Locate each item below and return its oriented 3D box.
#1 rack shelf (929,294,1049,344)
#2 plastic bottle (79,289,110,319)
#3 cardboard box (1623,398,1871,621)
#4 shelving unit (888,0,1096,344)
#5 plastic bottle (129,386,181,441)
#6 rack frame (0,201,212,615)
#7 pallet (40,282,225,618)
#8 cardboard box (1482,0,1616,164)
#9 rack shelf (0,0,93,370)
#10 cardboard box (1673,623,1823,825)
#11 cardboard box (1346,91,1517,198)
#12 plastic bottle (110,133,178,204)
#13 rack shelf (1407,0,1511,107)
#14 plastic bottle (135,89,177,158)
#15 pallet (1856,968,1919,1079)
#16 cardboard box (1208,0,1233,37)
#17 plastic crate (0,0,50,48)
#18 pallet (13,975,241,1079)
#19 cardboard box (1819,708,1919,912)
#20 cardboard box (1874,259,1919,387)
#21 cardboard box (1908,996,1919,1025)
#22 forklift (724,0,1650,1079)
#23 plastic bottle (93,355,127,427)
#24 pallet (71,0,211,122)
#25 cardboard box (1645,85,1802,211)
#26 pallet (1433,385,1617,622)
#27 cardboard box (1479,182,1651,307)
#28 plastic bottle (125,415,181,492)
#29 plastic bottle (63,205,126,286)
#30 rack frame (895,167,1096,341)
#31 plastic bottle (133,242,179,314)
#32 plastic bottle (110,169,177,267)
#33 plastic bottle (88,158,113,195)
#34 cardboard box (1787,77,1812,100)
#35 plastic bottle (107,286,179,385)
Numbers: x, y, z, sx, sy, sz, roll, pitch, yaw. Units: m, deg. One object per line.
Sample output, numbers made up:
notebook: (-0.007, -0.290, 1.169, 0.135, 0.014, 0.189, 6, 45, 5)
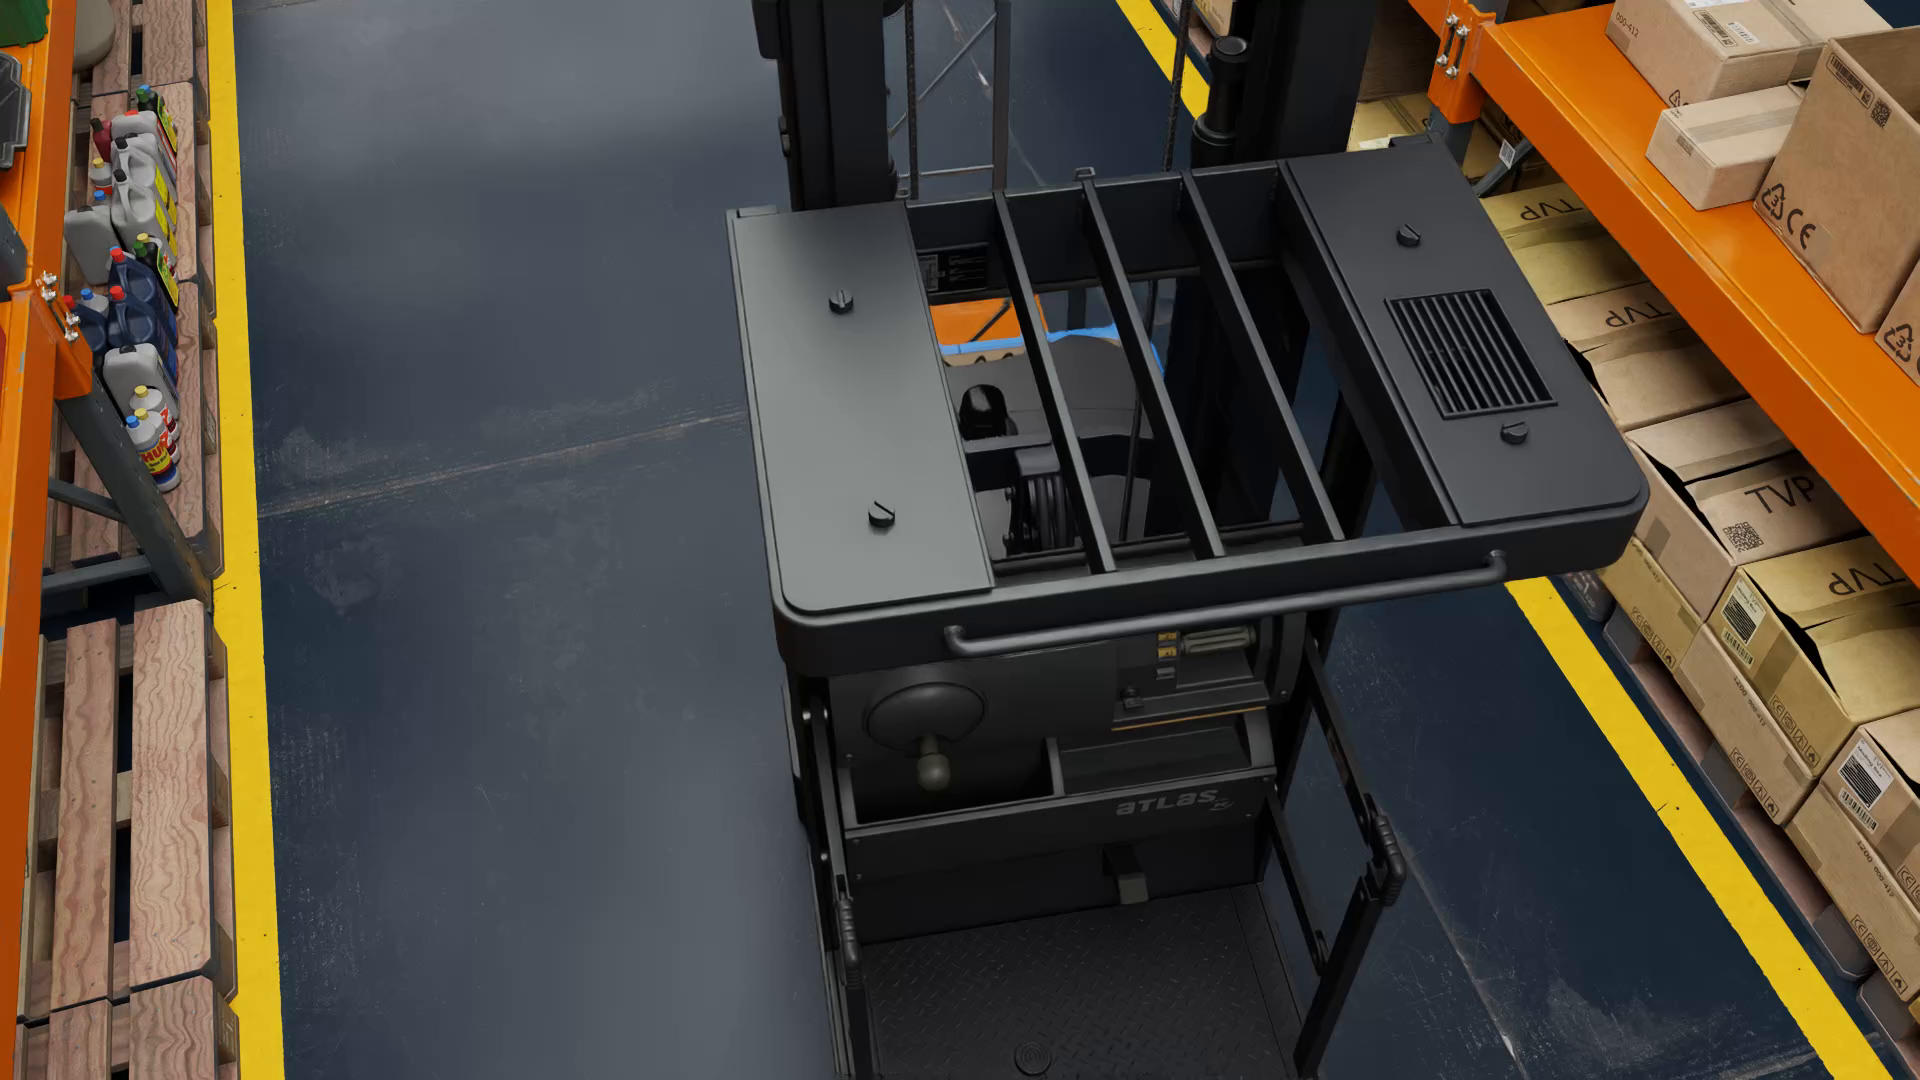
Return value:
rack shelf: (-0.010, -0.647, 5.050, 0.538, 0.185, 1.000, -8, 50, -7)
plastic bottle: (-2.772, -0.700, 5.375, 0.097, 0.271, 0.097, 0, 50, 0)
cardboard box: (2.143, -0.120, 4.546, 0.500, 0.311, 0.500, -15, 51, -12)
shelving unit: (-0.008, -0.756, 4.907, 0.587, 1.500, 1.083, -8, 50, -7)
plastic bottle: (-2.507, -0.396, 5.164, 0.097, 0.201, 0.097, 0, 50, 0)
rack frame: (-2.771, -0.675, 3.857, 1.000, 3.000, 0.127, -13, 51, -11)
pallet: (-2.930, -0.276, 5.345, 1.003, 0.211, 1.213, -13, 51, -11)
cardboard box: (2.124, -1.693, 5.748, 0.500, 0.500, 0.500, -13, 51, -11)
rack shelf: (-3.363, -1.904, 5.364, 1.077, 0.370, 4.000, -13, 51, -11)
cardboard box: (2.299, 0.432, 4.448, 0.500, 0.250, 0.500, -12, 51, -10)
cardboard box: (1.616, -1.331, 5.934, 0.500, 0.250, 0.500, -13, 51, -11)
plastic bottle: (-2.903, -1.327, 5.900, 0.152, 0.276, 0.135, -15, 51, -12)
rack shelf: (1.370, -3.021, 6.306, 1.077, 0.370, 4.000, -13, 51, -11)
plastic bottle: (-2.940, -1.540, 6.075, 0.061, 0.283, 0.133, -12, 51, -10)
pallet: (2.938, 1.418, 3.917, 1.003, 0.211, 1.213, -13, 51, -11)
cardboard box: (1.315, -2.060, 6.549, 0.500, 0.250, 0.500, -13, 51, -11)
plastic crate: (-2.903, -1.662, 4.828, 0.450, 0.188, 0.662, -13, 51, -11)
pallet: (-2.138, 1.681, 3.695, 1.003, 0.211, 1.213, -13, 51, -11)
cardboard box: (2.448, 0.625, 3.918, 0.500, 0.311, 0.500, -14, 51, -11)
cardboard box: (2.477, -0.510, 3.652, 0.500, 0.500, 0.500, -13, 51, -11)
cardboard box: (2.600, 1.175, 3.821, 0.500, 0.250, 0.500, -14, 51, -11)
forklift: (0.246, 0.346, 3.041, 1.130, 2.935, 3.031, -8, 50, -6)
plastic bottle: (-2.670, -0.479, 5.181, 0.061, 0.283, 0.133, -13, 51, -11)
pallet: (-3.652, -2.059, 6.847, 1.003, 0.211, 1.213, -13, 51, -11)
cardboard box: (2.028, -1.018, 4.311, 0.380, 0.149, 0.250, -13, 51, -11)
pallet: (2.217, -0.365, 5.419, 1.003, 0.211, 1.213, -13, 51, -11)
cardboard box: (1.846, -0.864, 5.174, 0.500, 0.311, 0.500, -13, 51, -11)
plastic bottle: (-2.447, -0.270, 5.012, 0.097, 0.271, 0.097, 0, 50, 0)
plastic bottle: (-2.929, -1.019, 5.641, 0.152, 0.276, 0.135, -13, 51, -11)
rack frame: (0.081, -0.381, 4.590, 0.500, 1.500, 0.032, -8, 50, -7)
plastic bottle: (-2.678, -0.893, 5.530, 0.061, 0.283, 0.133, -11, 51, -9)
plastic bottle: (-2.795, -1.095, 5.656, 0.144, 0.351, 0.185, -14, 51, -11)
plastic bottle: (-3.017, -1.261, 5.894, 0.097, 0.201, 0.097, 0, 50, 0)
cardboard box: (2.397, -1.149, 4.344, 0.396, 0.266, 0.258, -14, 51, -12)
plastic bottle: (-2.614, -0.647, 5.278, 0.144, 0.351, 0.185, -12, 51, -10)
